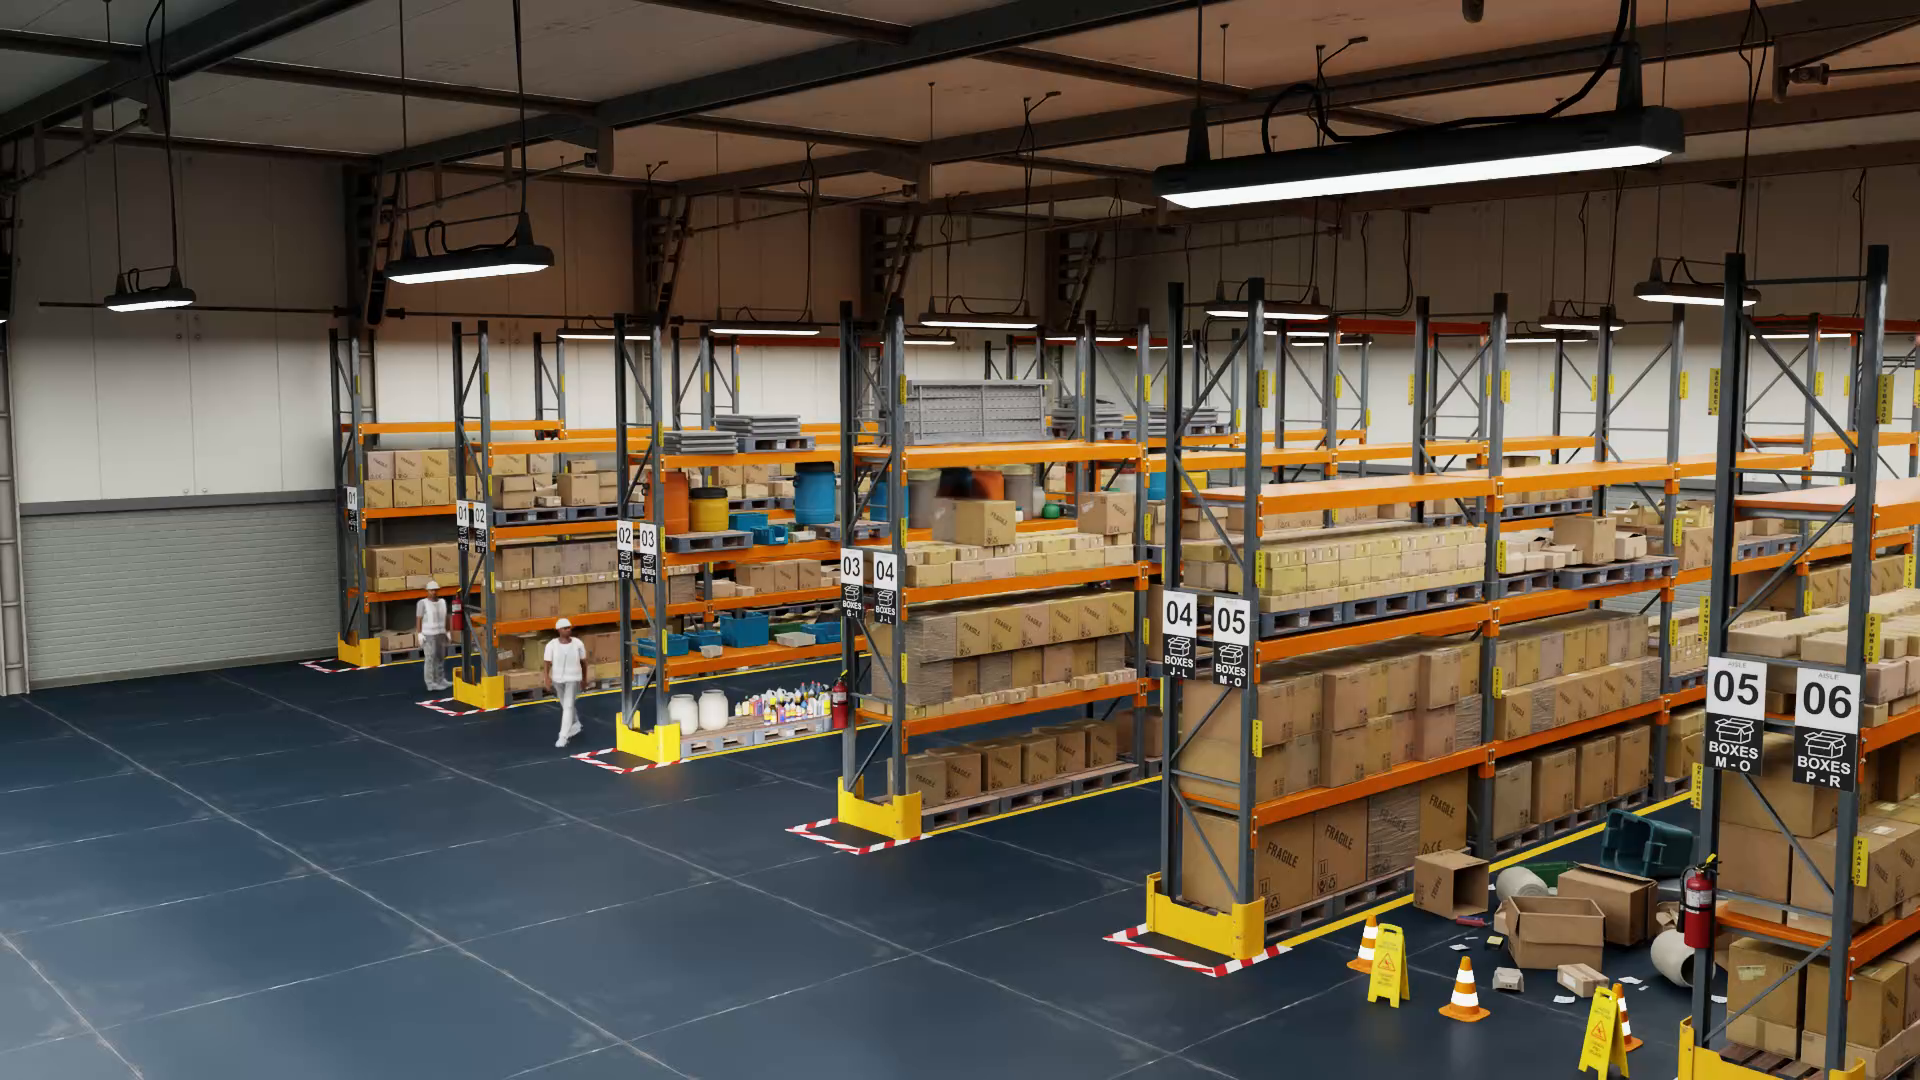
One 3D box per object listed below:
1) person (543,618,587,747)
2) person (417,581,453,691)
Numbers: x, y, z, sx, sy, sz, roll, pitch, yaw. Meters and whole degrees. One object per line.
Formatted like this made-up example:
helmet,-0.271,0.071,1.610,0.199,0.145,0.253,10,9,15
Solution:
person,-5.613,1.970,23.433,0.507,1.718,0.950,2,6,17
person,-8.638,1.566,27.357,0.483,1.779,0.625,3,6,27
